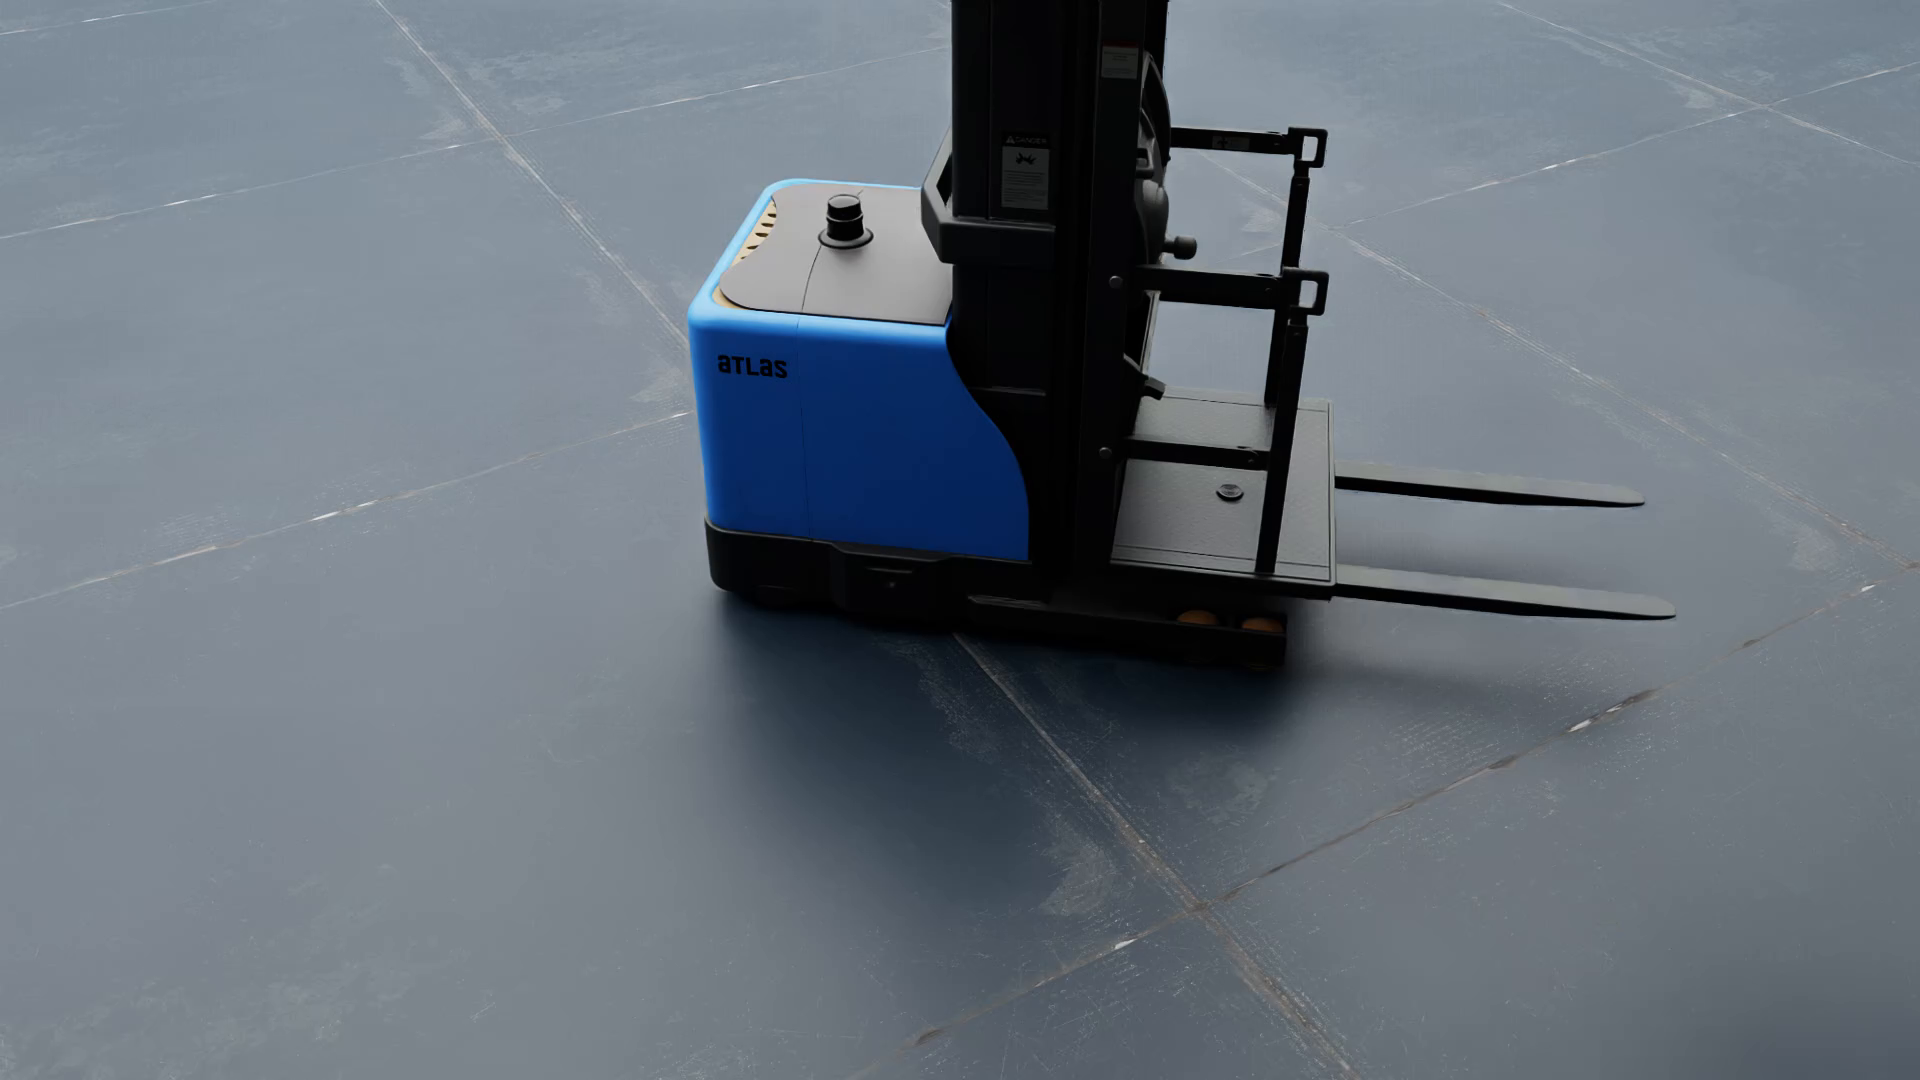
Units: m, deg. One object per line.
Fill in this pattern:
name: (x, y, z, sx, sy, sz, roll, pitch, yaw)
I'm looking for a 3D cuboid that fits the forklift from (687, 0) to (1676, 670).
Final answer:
forklift: (0.743, -1.118, 4.796, 3.031, 2.935, 1.130, 6, 37, 8)
